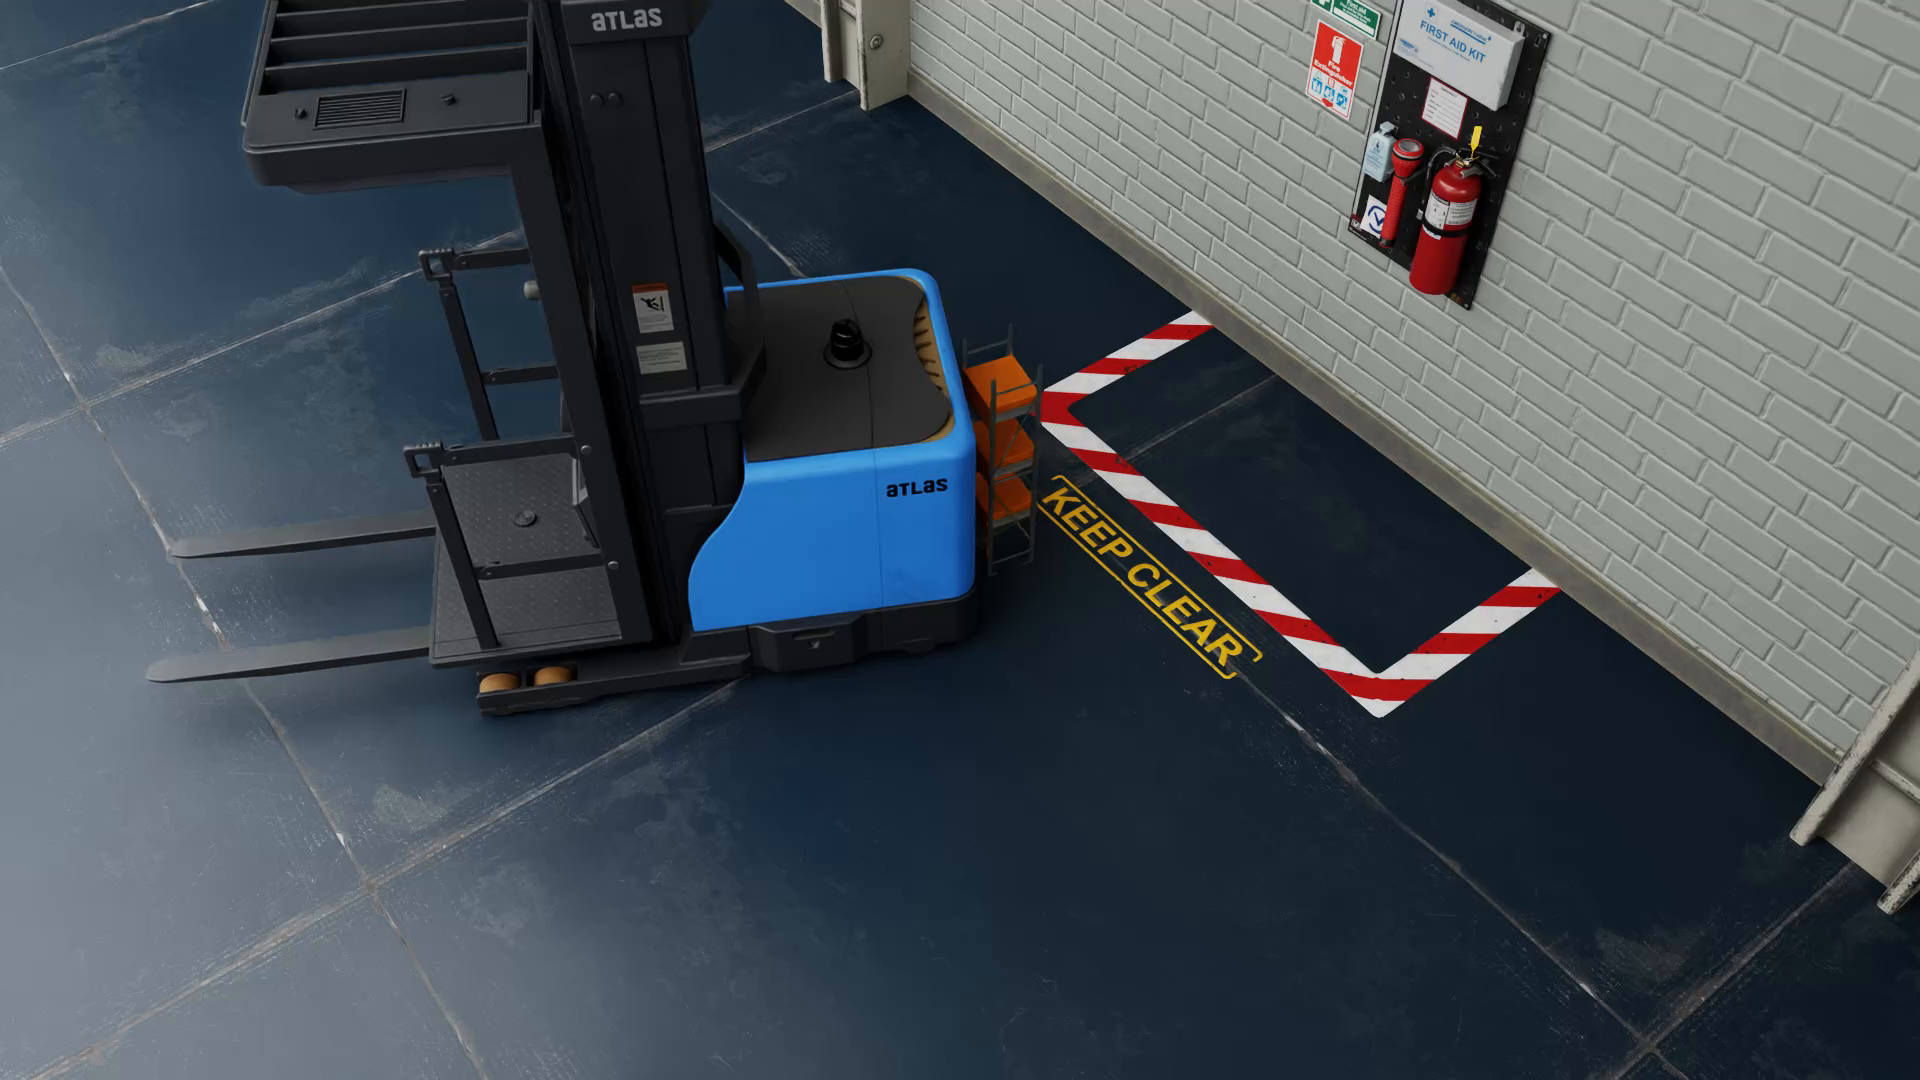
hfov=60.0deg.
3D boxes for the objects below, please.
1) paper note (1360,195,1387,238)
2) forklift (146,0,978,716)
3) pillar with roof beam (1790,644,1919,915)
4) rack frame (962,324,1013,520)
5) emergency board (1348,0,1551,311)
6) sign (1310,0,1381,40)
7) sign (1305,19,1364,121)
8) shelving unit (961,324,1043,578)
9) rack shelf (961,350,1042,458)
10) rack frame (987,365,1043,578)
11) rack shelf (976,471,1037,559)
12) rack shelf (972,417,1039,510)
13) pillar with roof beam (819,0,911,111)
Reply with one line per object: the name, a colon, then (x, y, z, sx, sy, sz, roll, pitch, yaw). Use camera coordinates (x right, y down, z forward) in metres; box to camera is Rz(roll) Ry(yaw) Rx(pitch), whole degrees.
paper note: (1.620, -1.240, 6.443, 0.016, 0.148, 0.142, -29, 54, -24)
forklift: (-1.496, -0.761, 5.460, 3.031, 2.935, 1.130, -7, 48, -6)
pillar with roof beam: (-0.288, -0.010, 0.684, 9.100, 9.000, 0.400, -29, 54, -24)
rack frame: (0.100, -0.401, 6.403, 0.200, 1.050, 0.008, -19, 51, -16)
emergency board: (1.672, -1.401, 5.994, 0.194, 1.169, 0.643, -29, 54, -24)
sign: (1.415, -1.956, 6.116, 0.001, 0.109, 0.331, -29, 54, -24)
sign: (1.419, -1.785, 6.318, 0.001, 0.329, 0.234, -29, 54, -24)
shelving unit: (0.150, -0.318, 6.329, 0.215, 1.050, 0.252, -19, 51, -16)
rack shelf: (0.151, -0.502, 6.126, 0.215, 0.259, 0.240, -19, 51, -16)
rack frame: (0.201, -0.236, 6.254, 0.200, 1.050, 0.008, -19, 51, -16)
rack shelf: (0.150, -0.125, 6.543, 0.215, 0.259, 0.240, -19, 51, -16)
rack shelf: (0.150, -0.311, 6.337, 0.215, 0.259, 0.240, -19, 51, -16)
pillar with roof beam: (-3.921, -3.548, 3.891, 9.100, 9.000, 0.400, -29, 54, -24)
